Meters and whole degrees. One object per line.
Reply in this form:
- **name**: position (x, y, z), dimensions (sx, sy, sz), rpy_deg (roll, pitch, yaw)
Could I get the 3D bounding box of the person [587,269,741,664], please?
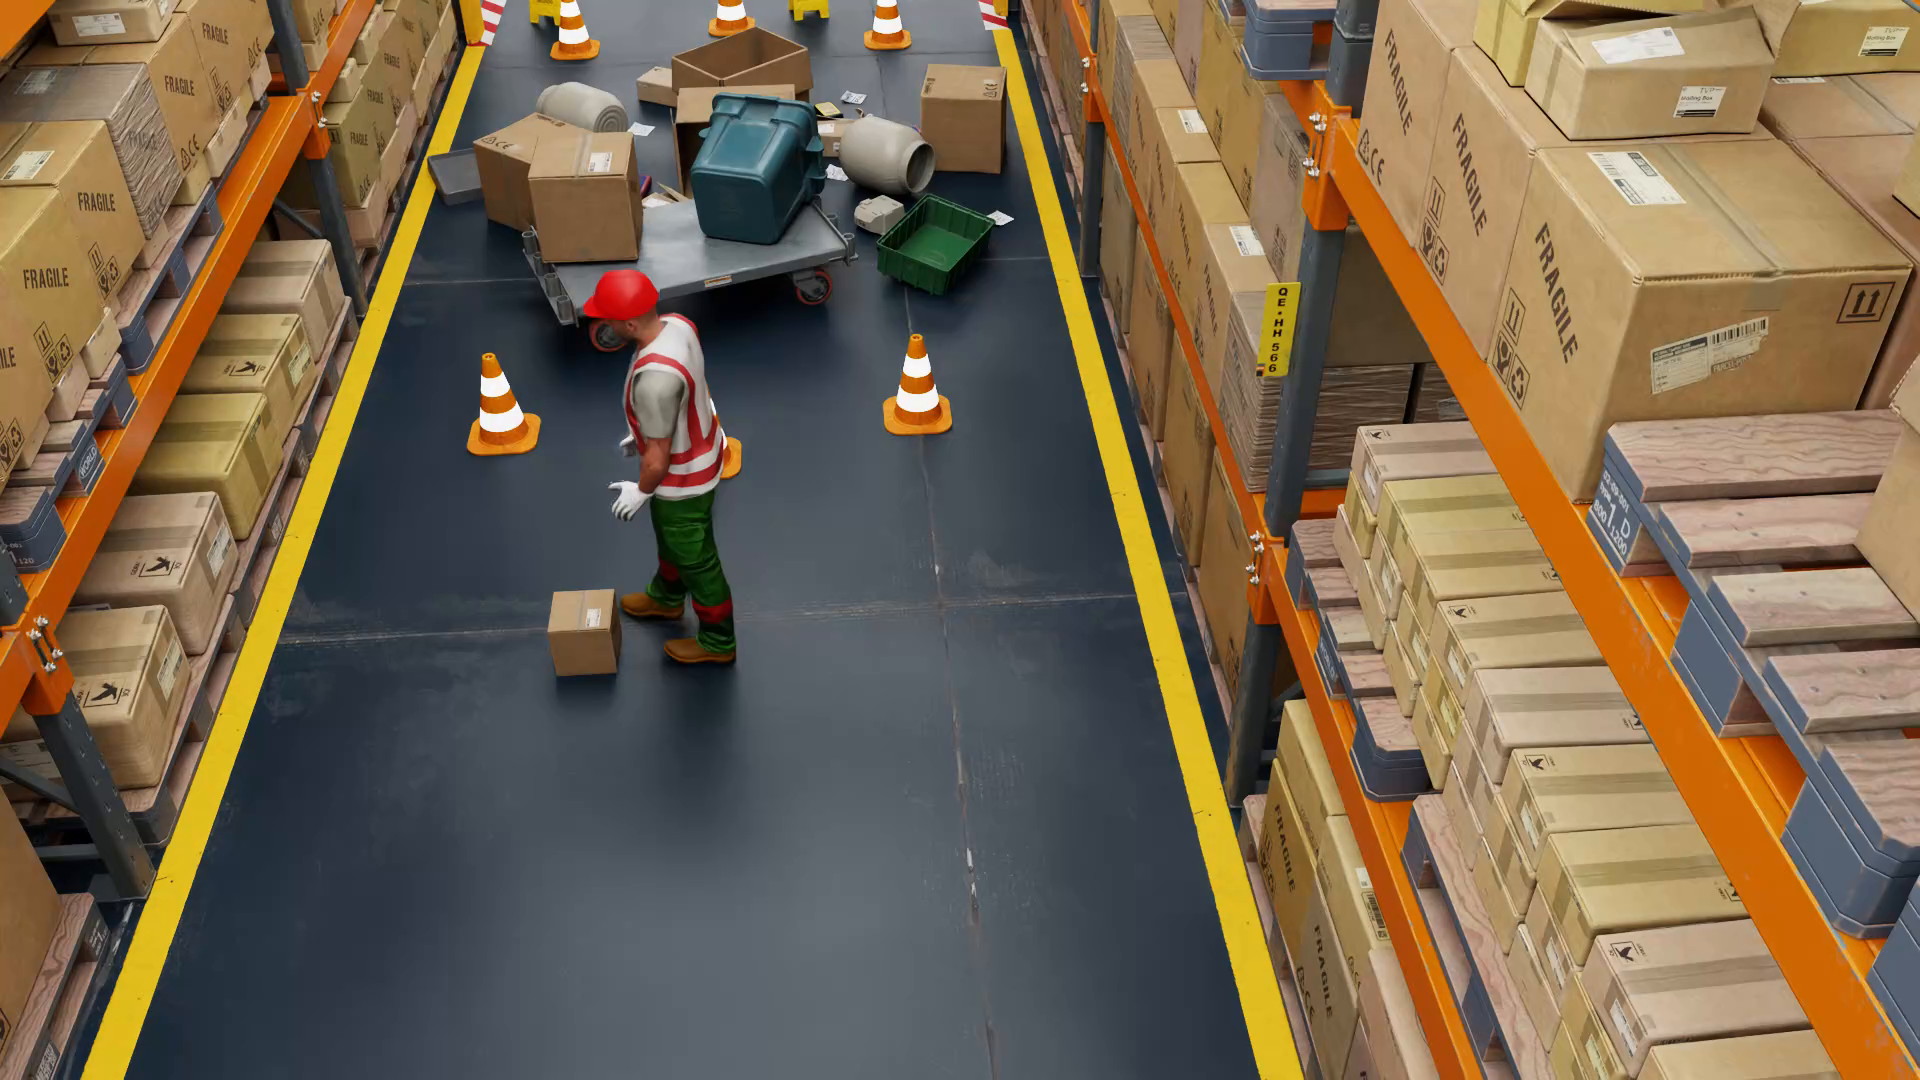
- **person**: position (-1.187, -0.265, 6.444), dimensions (0.559, 1.783, 0.556), rpy_deg (0, 39, 0)
